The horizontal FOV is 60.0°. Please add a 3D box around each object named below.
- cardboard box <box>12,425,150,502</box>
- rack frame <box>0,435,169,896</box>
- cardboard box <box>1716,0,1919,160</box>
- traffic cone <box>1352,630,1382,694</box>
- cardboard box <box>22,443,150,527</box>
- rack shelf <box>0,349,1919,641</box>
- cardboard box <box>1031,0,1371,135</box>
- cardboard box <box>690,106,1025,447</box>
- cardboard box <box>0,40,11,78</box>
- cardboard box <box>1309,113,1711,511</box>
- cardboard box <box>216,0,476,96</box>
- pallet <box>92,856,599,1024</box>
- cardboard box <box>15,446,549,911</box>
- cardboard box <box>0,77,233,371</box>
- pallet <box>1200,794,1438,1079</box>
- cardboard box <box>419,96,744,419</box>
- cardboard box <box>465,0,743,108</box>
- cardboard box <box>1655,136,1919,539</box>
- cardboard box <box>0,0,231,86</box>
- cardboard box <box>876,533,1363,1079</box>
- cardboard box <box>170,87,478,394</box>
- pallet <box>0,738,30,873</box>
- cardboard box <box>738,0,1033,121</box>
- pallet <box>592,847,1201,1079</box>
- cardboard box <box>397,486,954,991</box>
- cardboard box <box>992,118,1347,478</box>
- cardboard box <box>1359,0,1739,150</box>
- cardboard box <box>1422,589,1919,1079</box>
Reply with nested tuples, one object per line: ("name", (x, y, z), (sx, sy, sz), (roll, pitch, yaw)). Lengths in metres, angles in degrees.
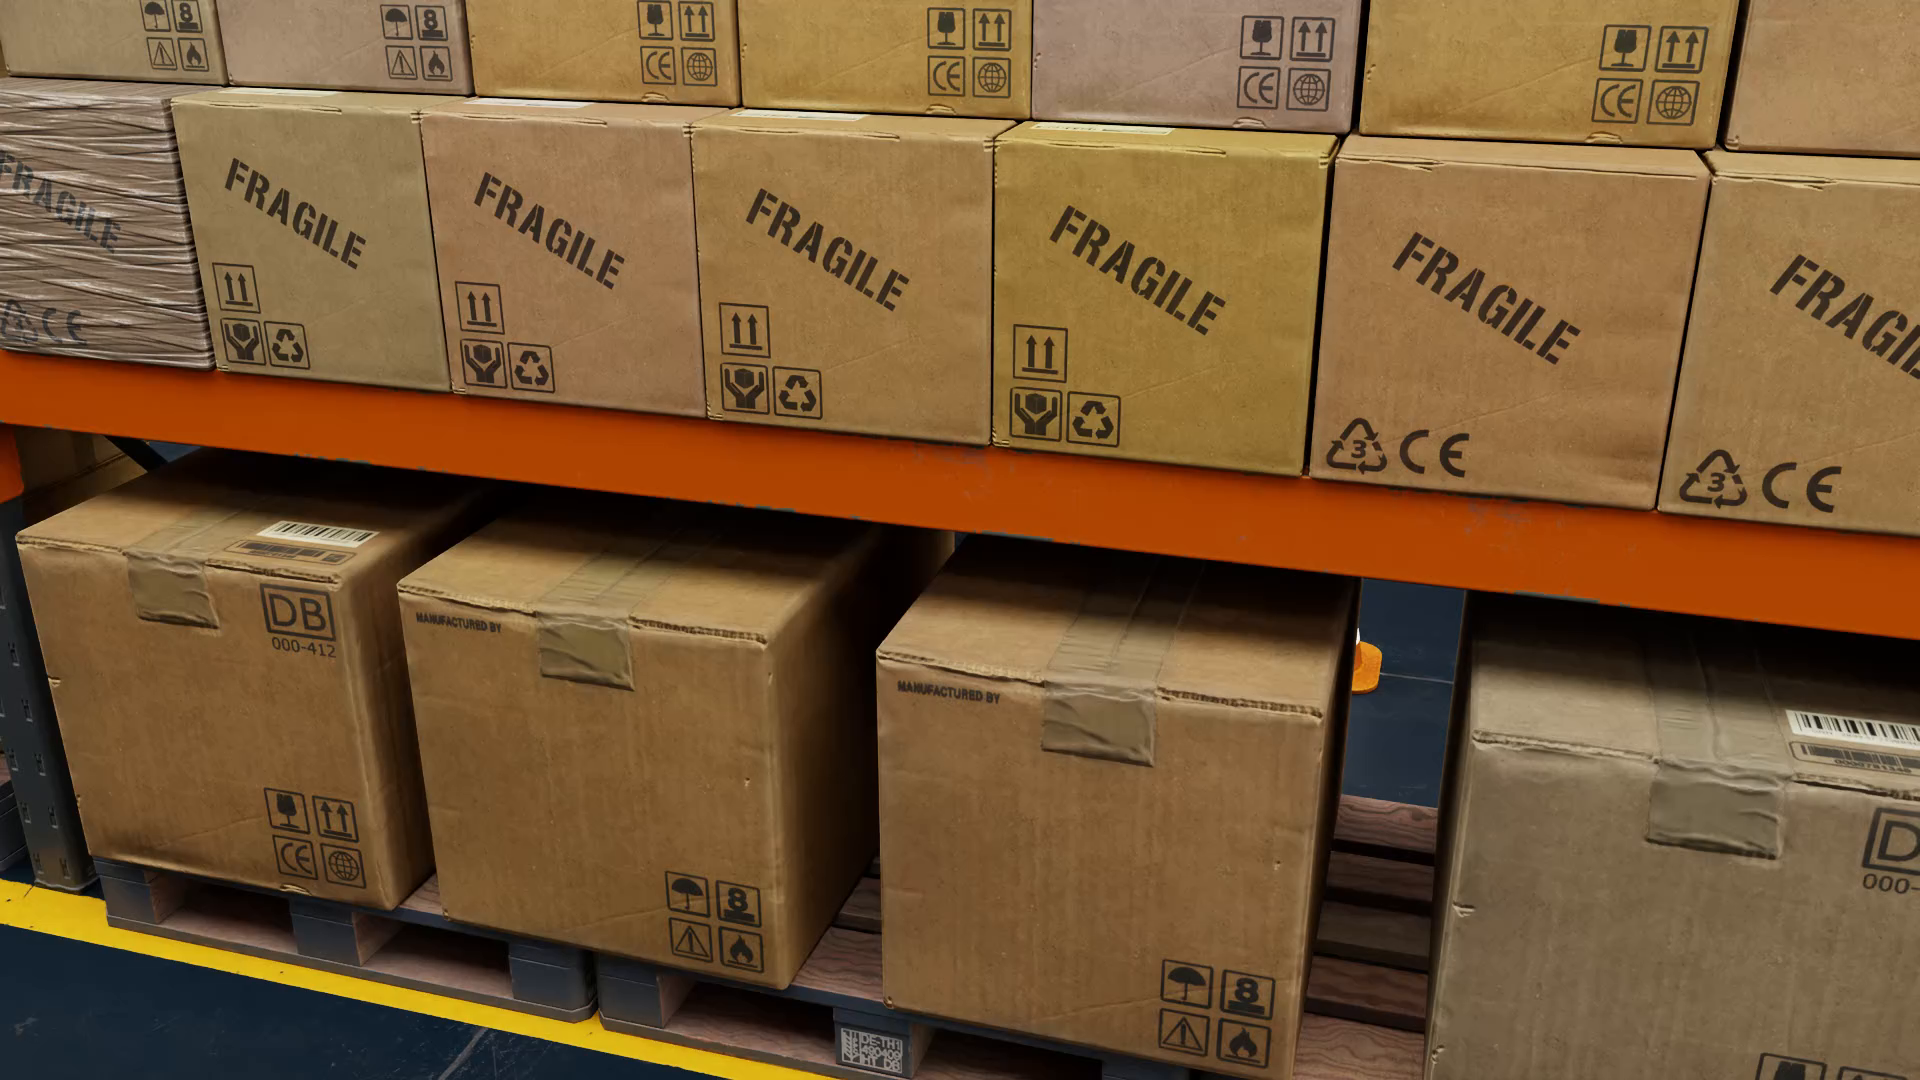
("cardboard box", (-2.512, -0.313, 4.332), (0.500, 0.250, 0.500), (5, 23, 13))
("rack frame", (-1.921, -0.764, 3.681), (0.127, 3.000, 1.000), (7, 23, 16))
("cardboard box", (1.431, -0.887, 2.531), (0.500, 0.500, 0.700), (6, 23, 15))
("traffic cone", (1.060, 0.152, 4.789), (0.334, 0.463, 0.336), (7, 23, 16))
("cardboard box", (-2.525, 0.028, 4.491), (0.500, 0.500, 0.500), (6, 23, 13))
("rack shelf", (-0.007, -0.212, 3.283), (4.000, 0.370, 1.077), (7, 23, 16))
("cardboard box", (0.454, -0.998, 2.802), (0.500, 0.500, 0.700), (7, 23, 16))
("cardboard box", (-0.123, -0.498, 2.899), (0.500, 0.500, 0.500), (6, 23, 15))
("cardboard box", (-2.326, -1.106, 3.899), (0.250, 0.149, 0.380), (8, 24, 18))
("cardboard box", (0.848, -0.388, 2.631), (0.500, 0.500, 0.500), (6, 23, 15))
("cardboard box", (-1.010, -1.165, 3.210), (0.500, 0.500, 0.700), (6, 23, 15))
("pallet", (-1.188, 0.640, 3.933), (1.213, 0.211, 1.003), (7, 23, 16))
("cardboard box", (-1.364, 0.182, 3.786), (0.750, 0.750, 1.050), (6, 23, 15))
("cardboard box", (-1.570, -0.663, 3.303), (0.500, 0.500, 0.500), (7, 23, 16))
("pallet", (1.148, 0.907, 3.281), (1.213, 0.211, 1.003), (7, 23, 16))
("cardboard box", (-0.599, -0.553, 3.034), (0.500, 0.500, 0.500), (7, 23, 15))
("cardboard box", (-0.518, -1.110, 3.074), (0.500, 0.500, 0.700), (6, 23, 15))
("cardboard box", (1.331, -0.332, 2.496), (0.500, 0.500, 0.500), (6, 23, 15))
("cardboard box", (-1.494, -1.220, 3.343), (0.500, 0.500, 0.700), (6, 23, 15))
("cardboard box", (0.365, 0.378, 3.307), (0.750, 0.750, 1.050), (7, 23, 15))
("cardboard box", (-1.082, -0.609, 3.170), (0.500, 0.500, 0.500), (6, 23, 15))
("pallet", (-2.669, 0.440, 4.420), (1.213, 0.211, 1.003), (7, 23, 16))
("cardboard box", (-0.029, -1.054, 2.938), (0.500, 0.500, 0.700), (6, 23, 15))
("pallet", (-0.024, 0.774, 3.605), (1.213, 0.211, 1.003), (7, 23, 16))
("cardboard box", (-0.526, 0.276, 3.555), (0.750, 0.750, 1.050), (7, 23, 16))
("cardboard box", (0.364, -0.443, 2.766), (0.500, 0.500, 0.500), (7, 23, 16))
("cardboard box", (0.938, -0.943, 2.666), (0.500, 0.500, 0.700), (6, 23, 15))
("cardboard box", (1.288, 0.485, 3.045), (0.750, 0.750, 1.050), (6, 23, 15))
